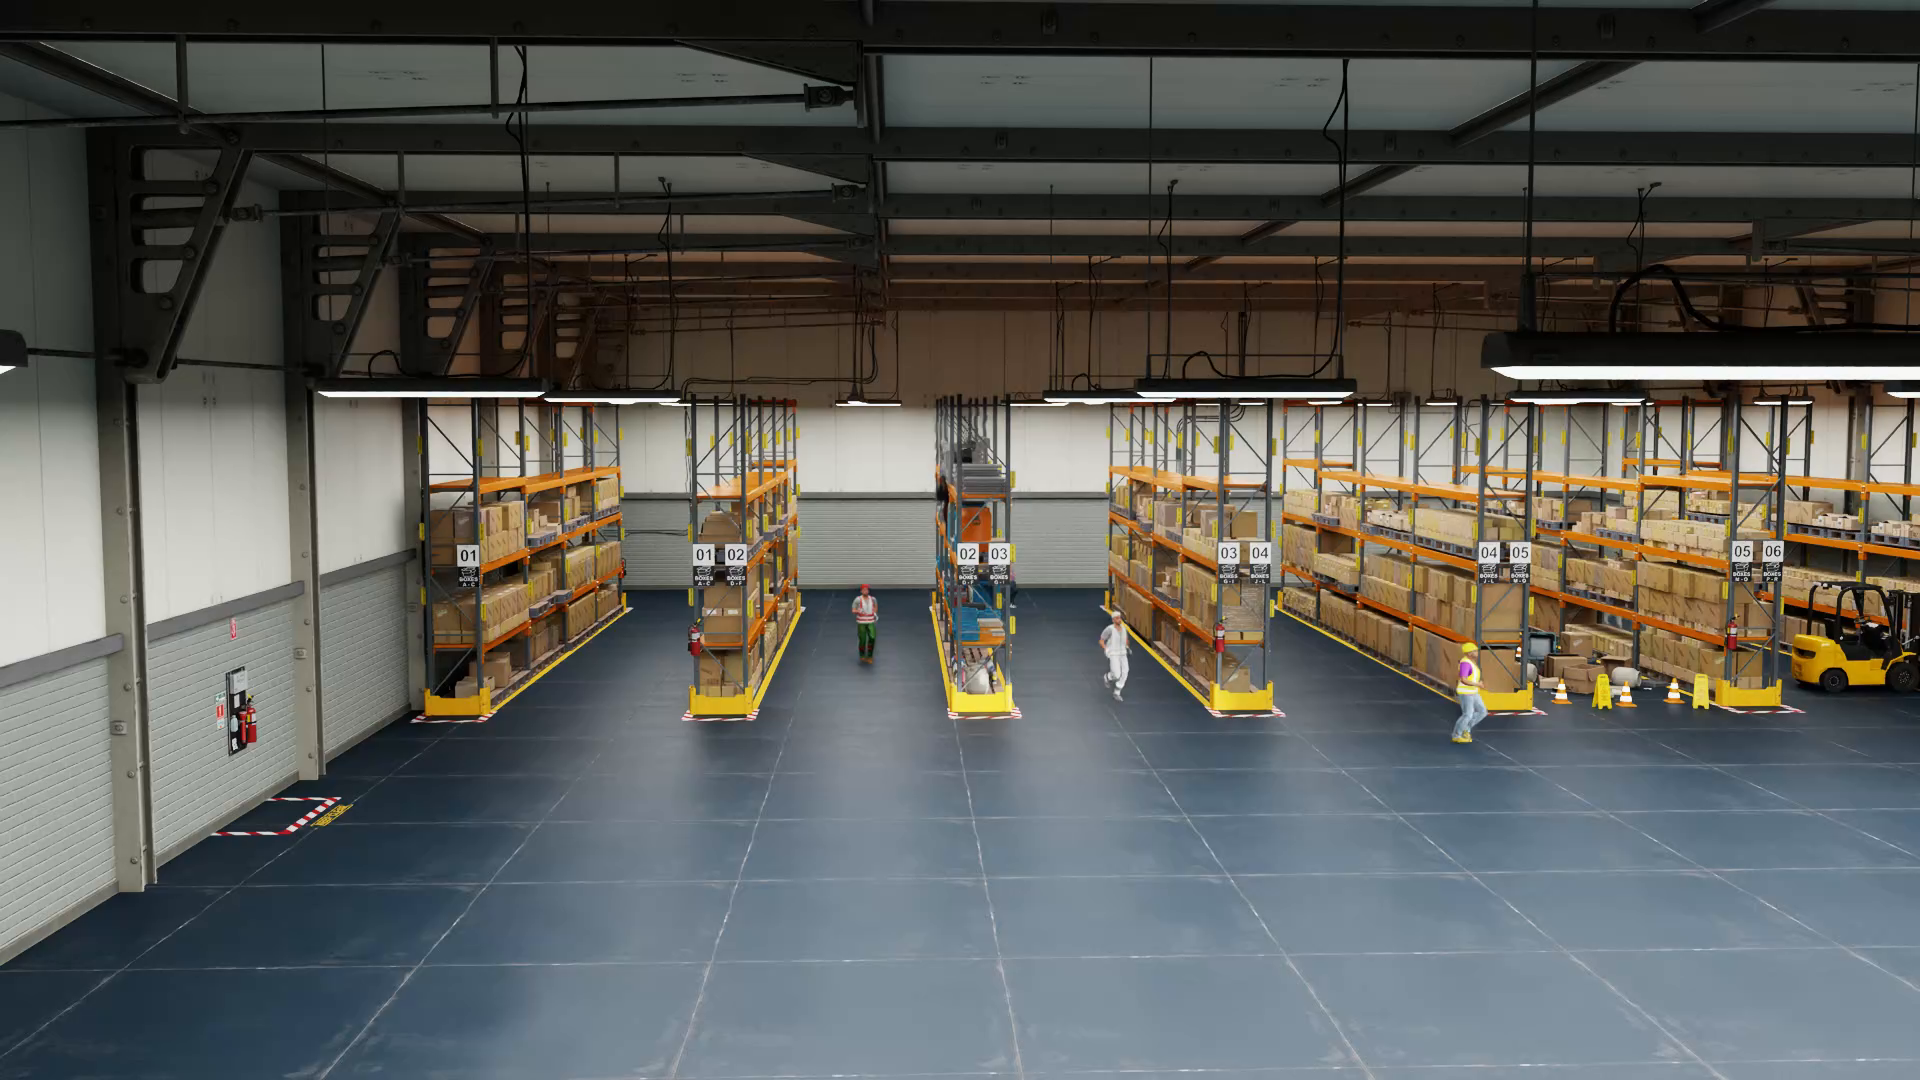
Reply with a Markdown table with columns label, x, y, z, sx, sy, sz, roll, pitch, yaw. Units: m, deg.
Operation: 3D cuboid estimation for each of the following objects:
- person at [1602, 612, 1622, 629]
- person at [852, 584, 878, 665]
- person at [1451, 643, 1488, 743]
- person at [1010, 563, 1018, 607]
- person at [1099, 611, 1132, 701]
| label | x | y | z | sx | sy | sz | roll | pitch | yaw |
| --- | --- | --- | --- | --- | --- | --- | --- | --- | --- |
| person | 16.857 | 1.531 | 42.936 | 0.587 | 1.722 | 0.755 | -1 | 5 | -7 |
| person | -2.106 | 1.893 | 37.326 | 0.632 | 1.824 | 0.705 | -1 | 5 | -14 |
| person | 8.718 | 2.610 | 28.380 | 0.633 | 1.726 | 0.700 | 3 | 5 | 31 |
| person | 1.440 | 1.195 | 47.834 | 0.500 | 1.543 | 0.588 | 4 | 6 | 41 |
| person | 3.080 | 2.279 | 32.907 | 0.670 | 1.752 | 0.611 | -2 | 5 | -26 |
